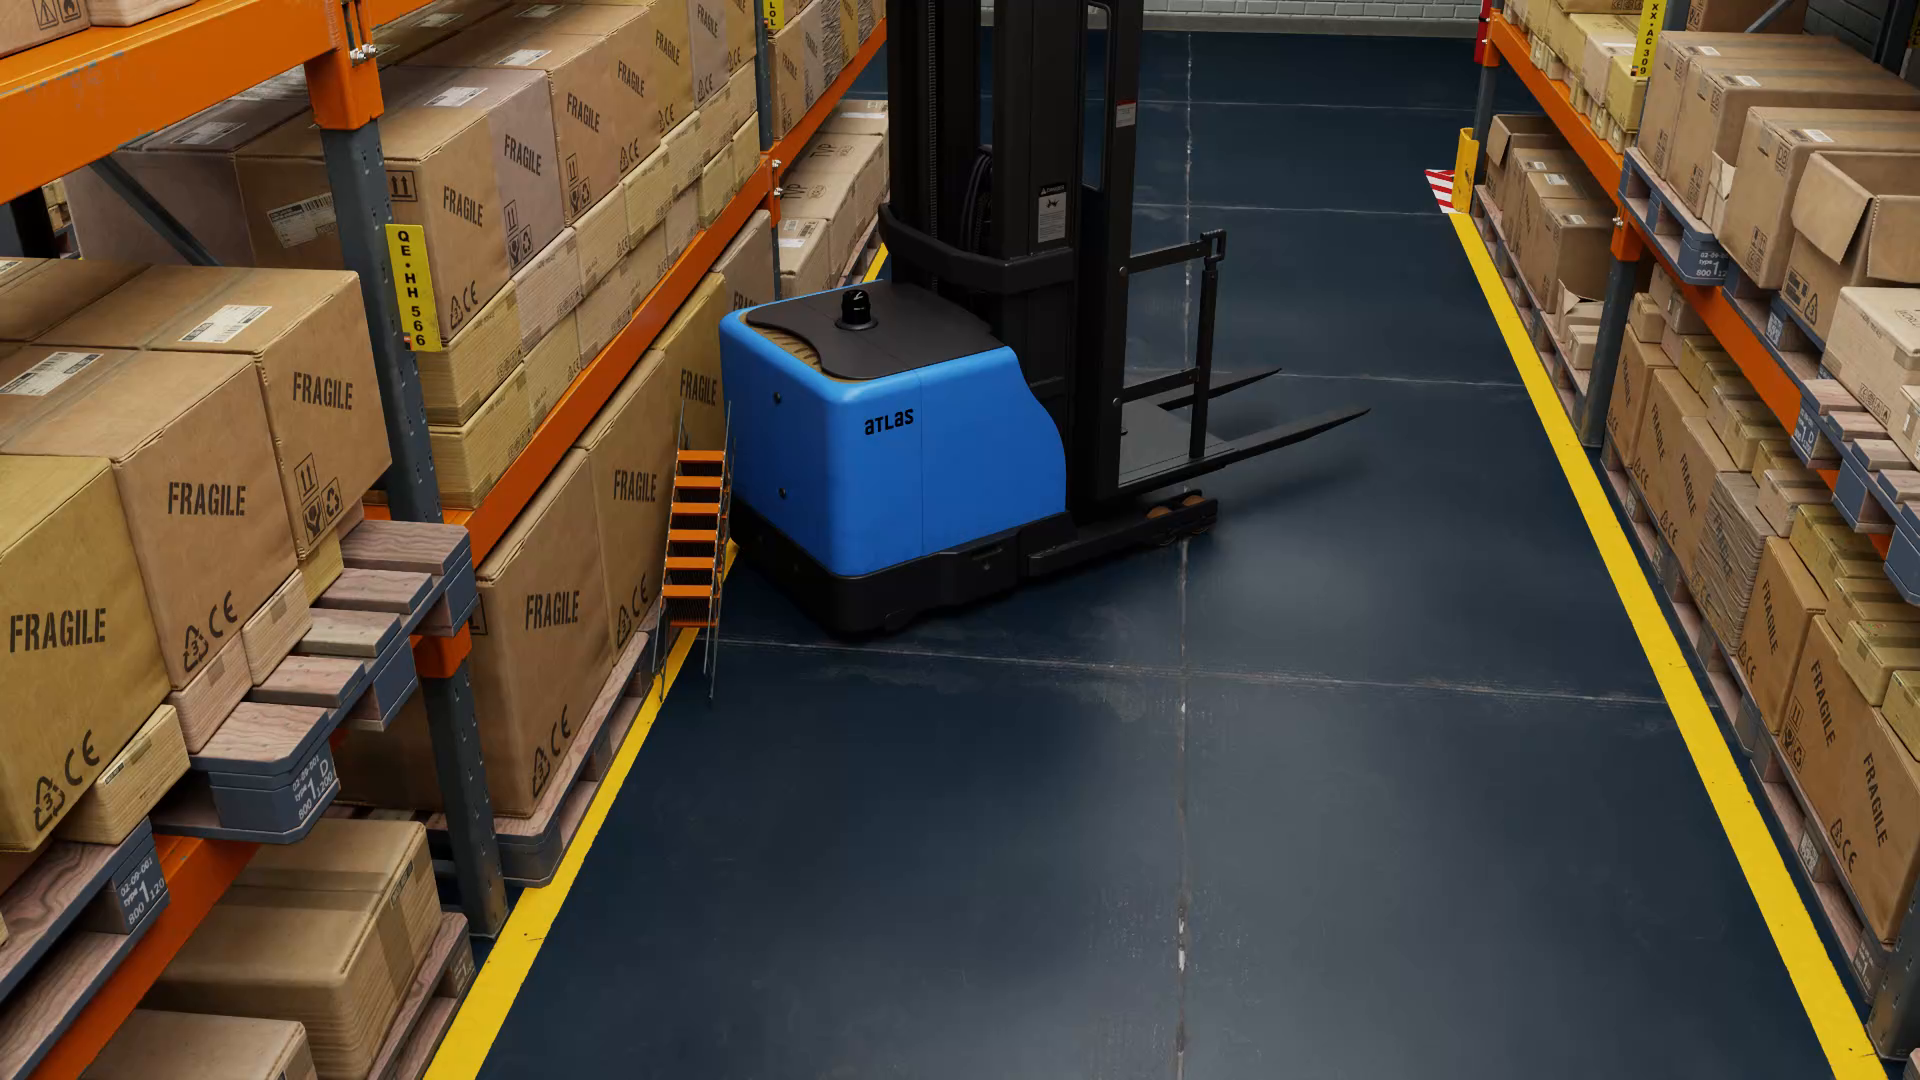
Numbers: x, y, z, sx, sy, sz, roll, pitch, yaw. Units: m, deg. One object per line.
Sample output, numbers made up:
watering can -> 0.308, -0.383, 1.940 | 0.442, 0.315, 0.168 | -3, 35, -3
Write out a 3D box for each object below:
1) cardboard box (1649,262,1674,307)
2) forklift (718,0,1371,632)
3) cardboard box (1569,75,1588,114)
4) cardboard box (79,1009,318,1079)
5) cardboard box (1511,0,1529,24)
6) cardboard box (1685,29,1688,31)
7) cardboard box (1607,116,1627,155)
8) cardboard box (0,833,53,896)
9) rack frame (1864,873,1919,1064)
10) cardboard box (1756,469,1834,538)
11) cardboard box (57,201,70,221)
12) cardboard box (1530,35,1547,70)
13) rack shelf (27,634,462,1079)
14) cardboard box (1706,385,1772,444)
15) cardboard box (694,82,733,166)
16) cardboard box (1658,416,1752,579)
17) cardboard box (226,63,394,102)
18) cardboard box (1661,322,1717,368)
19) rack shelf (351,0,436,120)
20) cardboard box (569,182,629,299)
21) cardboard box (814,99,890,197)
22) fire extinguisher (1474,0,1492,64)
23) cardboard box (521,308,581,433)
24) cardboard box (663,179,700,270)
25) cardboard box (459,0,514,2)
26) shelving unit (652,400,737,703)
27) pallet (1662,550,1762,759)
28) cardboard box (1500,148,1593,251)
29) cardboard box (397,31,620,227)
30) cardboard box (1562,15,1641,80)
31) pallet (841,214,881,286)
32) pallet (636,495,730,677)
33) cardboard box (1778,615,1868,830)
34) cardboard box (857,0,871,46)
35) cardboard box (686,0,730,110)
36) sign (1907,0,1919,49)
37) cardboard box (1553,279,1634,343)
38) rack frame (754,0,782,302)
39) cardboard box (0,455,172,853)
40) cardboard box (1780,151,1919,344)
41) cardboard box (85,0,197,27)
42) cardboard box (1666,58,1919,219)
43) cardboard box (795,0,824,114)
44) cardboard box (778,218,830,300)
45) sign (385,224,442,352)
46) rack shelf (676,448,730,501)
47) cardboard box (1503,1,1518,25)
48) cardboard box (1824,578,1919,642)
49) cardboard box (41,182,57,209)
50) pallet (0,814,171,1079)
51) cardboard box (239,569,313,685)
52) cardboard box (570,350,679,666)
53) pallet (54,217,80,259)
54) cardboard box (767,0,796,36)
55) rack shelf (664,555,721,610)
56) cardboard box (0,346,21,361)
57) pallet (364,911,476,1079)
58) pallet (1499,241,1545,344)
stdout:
cardboard box -> 3.281, -1.110, 7.344 | 0.380, 0.149, 0.250 | 3, 28, 5
forklift -> 0.523, -1.457, 6.863 | 3.031, 2.935, 1.130 | -18, 33, -29
cardboard box -> 3.398, -2.312, 8.643 | 0.380, 0.149, 0.250 | 3, 28, 5
cardboard box -> -2.050, 1.415, 3.789 | 0.950, 0.372, 0.625 | 3, 28, 5
cardboard box -> 3.634, -3.279, 10.018 | 0.500, 0.250, 0.500 | 4, 29, 7
cardboard box -> 3.977, -2.528, 8.624 | 0.500, 0.250, 0.500 | 4, 29, 7
cardboard box -> 3.328, -1.944, 7.961 | 0.380, 0.149, 0.250 | 4, 29, 8
cardboard box -> -1.857, 0.534, 2.917 | 0.380, 0.149, 0.250 | 4, 29, 7
rack frame -> 3.039, 0.117, 3.871 | 1.000, 3.000, 0.127 | 3, 28, 6
cardboard box -> 3.038, -0.123, 5.825 | 0.380, 0.149, 0.250 | 2, 28, 4
cardboard box -> -5.885, -2.117, 10.580 | 0.380, 0.149, 0.250 | 4, 29, 8
cardboard box -> 3.499, -2.796, 9.543 | 0.380, 0.149, 0.250 | 3, 28, 5
rack shelf -> -2.133, 1.088, 2.826 | 1.077, 0.370, 4.000 | 3, 28, 6
cardboard box -> 3.156, -0.481, 6.490 | 0.380, 0.149, 0.250 | 3, 28, 6
cardboard box -> -1.265, -1.750, 6.966 | 0.500, 0.250, 0.500 | 4, 29, 7
cardboard box -> 3.125, -0.150, 6.559 | 0.500, 0.500, 0.500 | 3, 28, 5
cardboard box -> -2.030, -1.155, 5.072 | 0.500, 0.500, 0.500 | 4, 29, 7
cardboard box -> 3.264, -0.848, 7.170 | 0.380, 0.149, 0.250 | 3, 28, 5
rack shelf -> -1.643, -2.115, 5.610 | 1.077, 0.370, 4.000 | 3, 28, 6
cardboard box -> -1.443, -1.025, 5.622 | 0.500, 0.250, 0.500 | 3, 28, 6
cardboard box -> -0.889, -2.676, 11.314 | 0.875, 0.438, 0.875 | 2, 28, 4
fire extinguisher -> 3.578, -3.547, 11.146 | 0.296, 0.674, 0.183 | 3, 28, 6
cardboard box -> -1.533, -0.563, 5.290 | 0.500, 0.250, 0.500 | 3, 28, 5
cardboard box -> -1.347, -1.285, 6.631 | 0.500, 0.250, 0.500 | 3, 28, 5
cardboard box -> -1.836, -1.870, 6.398 | 0.500, 0.500, 0.500 | 3, 28, 5
shelving unit -> -0.998, 0.025, 6.312 | 0.189, 0.258, 1.200 | 1, 58, -1
pallet -> 3.320, 0.422, 6.244 | 1.003, 0.211, 1.213 | 3, 28, 6
cardboard box -> 3.707, -2.051, 10.087 | 0.700, 0.500, 0.500 | 4, 29, 8
cardboard box -> -1.455, -1.349, 5.432 | 0.500, 0.500, 0.500 | 4, 29, 8
cardboard box -> 3.470, -2.556, 8.676 | 0.500, 0.250, 0.500 | 3, 28, 6
pallet -> -1.080, -1.755, 10.284 | 1.003, 0.211, 1.213 | 3, 28, 6
pallet -> -1.565, 0.118, 6.808 | 1.003, 0.211, 1.213 | 3, 28, 6
cardboard box -> 2.949, 0.586, 5.193 | 0.500, 0.500, 0.500 | 3, 28, 5
cardboard box -> -0.834, -3.259, 10.032 | 0.500, 0.500, 0.500 | 4, 29, 8
cardboard box -> -1.260, -2.068, 6.767 | 0.500, 0.500, 0.500 | 4, 29, 7
sign -> 4.080, -2.246, 7.035 | 0.100, 0.325, 0.005 | 3, 28, 6
cardboard box -> 3.349, -1.195, 8.745 | 0.396, 0.266, 0.258 | 4, 29, 8
rack frame -> -1.398, -2.053, 7.898 | 1.000, 3.000, 0.127 | 3, 28, 6
cardboard box -> -1.781, 0.182, 2.888 | 0.500, 0.500, 0.500 | 1, 28, 3
cardboard box -> 3.055, -0.893, 5.193 | 0.797, 0.503, 0.637 | 3, 28, 5
cardboard box -> -1.741, -1.102, 3.235 | 0.380, 0.149, 0.250 | 3, 28, 6
cardboard box -> 3.184, -1.537, 6.392 | 0.700, 0.500, 0.500 | 4, 29, 7
cardboard box -> -1.015, -2.539, 8.695 | 0.500, 0.500, 0.500 | 4, 29, 7
cardboard box -> -1.215, -1.399, 8.943 | 0.875, 0.438, 0.875 | 3, 28, 5
sign -> -1.348, -0.618, 4.097 | 0.100, 0.325, 0.005 | 3, 28, 6
rack shelf -> -0.997, -0.243, 6.478 | 0.180, 0.258, 0.103 | 1, 58, -1
cardboard box -> 3.706, -3.400, 10.663 | 0.380, 0.149, 0.250 | 3, 28, 6
cardboard box -> 2.927, 0.248, 5.136 | 0.380, 0.149, 0.250 | 2, 28, 5
cardboard box -> -5.838, -2.117, 10.267 | 0.380, 0.149, 0.250 | 3, 28, 6
pallet -> -2.090, 0.848, 2.715 | 1.003, 0.211, 1.213 | 3, 28, 6
cardboard box -> -1.642, 0.175, 3.584 | 0.380, 0.149, 0.250 | 3, 28, 6
cardboard box -> -1.608, -0.160, 6.181 | 0.875, 0.875, 0.875 | 4, 29, 7
pallet -> -6.129, -1.960, 10.665 | 1.003, 0.211, 1.213 | 3, 28, 6
cardboard box -> -1.099, -2.747, 8.027 | 0.500, 0.500, 0.500 | 4, 29, 7
rack shelf -> -0.999, 0.165, 6.225 | 0.180, 0.258, 0.103 | 1, 58, -1
cardboard box -> -2.230, -0.086, 3.385 | 0.500, 0.500, 0.500 | 5, 29, 9
pallet -> -1.985, 1.425, 4.382 | 1.003, 0.211, 1.213 | 3, 28, 6
pallet -> 3.761, -1.438, 9.696 | 1.003, 0.211, 1.213 | 3, 28, 6
